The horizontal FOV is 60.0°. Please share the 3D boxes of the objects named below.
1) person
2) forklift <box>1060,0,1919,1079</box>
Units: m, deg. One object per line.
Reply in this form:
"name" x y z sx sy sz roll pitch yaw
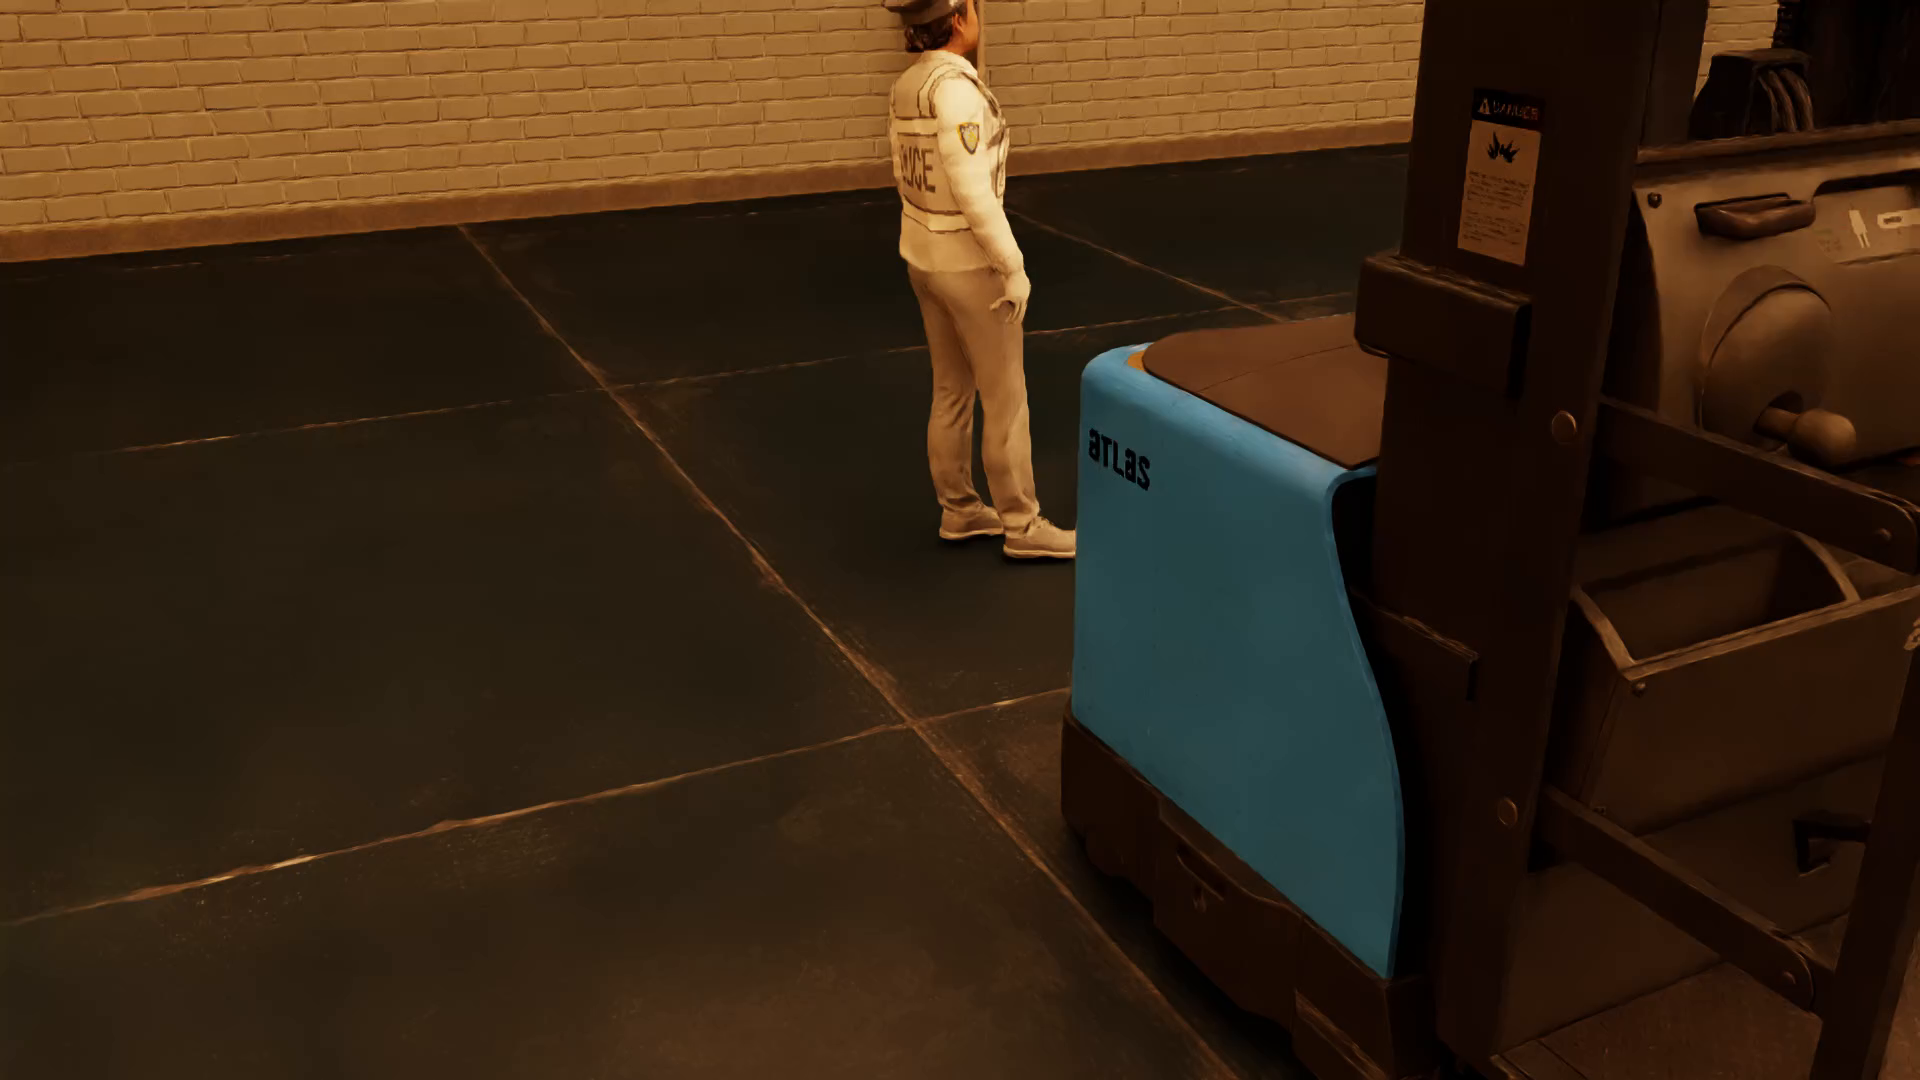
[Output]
"person" 0.064 -0.798 4.799 0.532 1.695 0.586 -10 25 -23
"forklift" 1.332 -0.305 2.021 1.130 2.935 3.031 -11 25 -25
